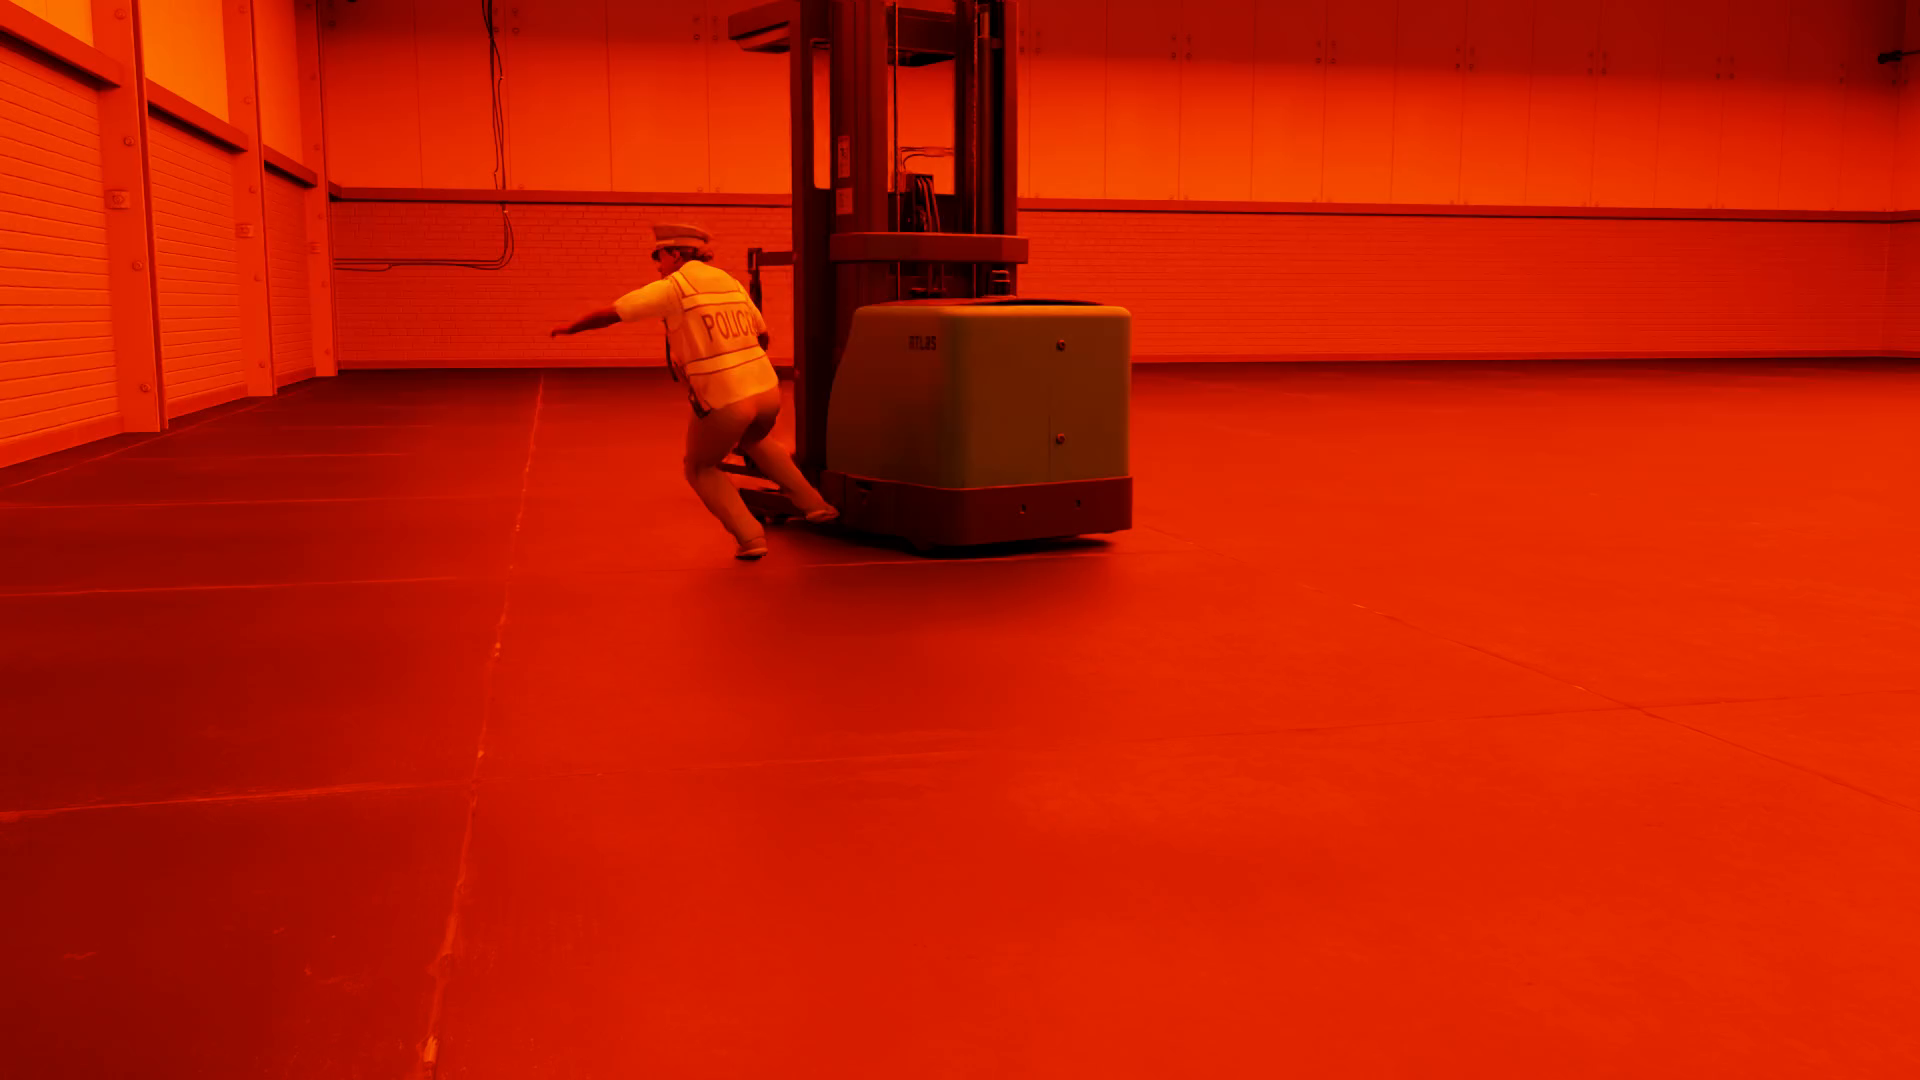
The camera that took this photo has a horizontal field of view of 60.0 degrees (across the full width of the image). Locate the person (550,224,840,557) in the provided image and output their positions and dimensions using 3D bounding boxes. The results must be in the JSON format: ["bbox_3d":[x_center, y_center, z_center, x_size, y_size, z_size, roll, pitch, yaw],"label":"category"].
[{"bbox_3d":[-1.050,-0.641,7.227,0.879,1.423,1.196,7,11,41],"label":"person"}]

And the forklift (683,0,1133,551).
[{"bbox_3d":[-0.461,-1.564,8.310,1.130,2.935,3.031,-5,10,-34],"label":"forklift"}]
